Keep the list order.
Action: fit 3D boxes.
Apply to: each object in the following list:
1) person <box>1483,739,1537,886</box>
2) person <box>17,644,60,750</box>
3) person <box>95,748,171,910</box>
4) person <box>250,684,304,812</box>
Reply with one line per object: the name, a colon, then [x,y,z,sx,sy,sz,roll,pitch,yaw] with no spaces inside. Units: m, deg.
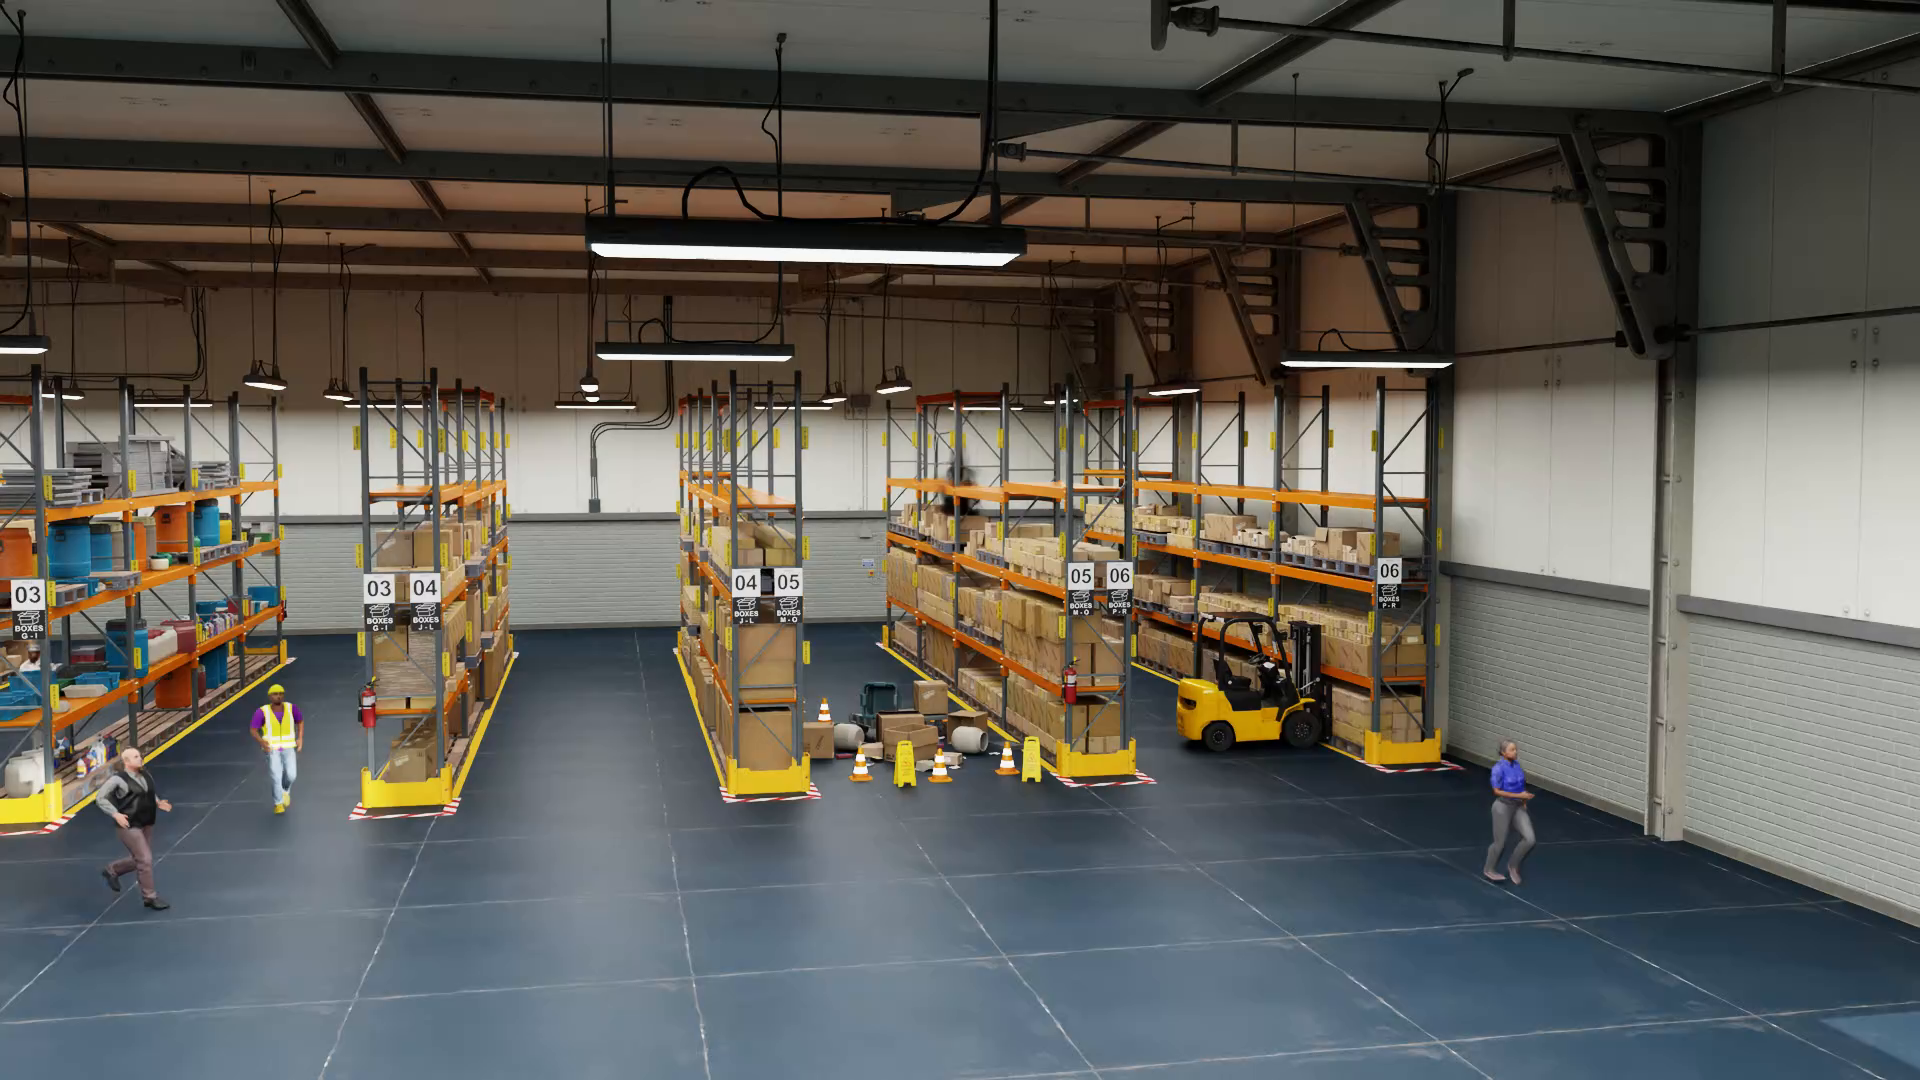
person: [6.199,3.066,18.691,0.545,1.654,0.677,-2,4,-26]
person: [-15.055,2.539,27.173,0.587,1.731,0.926,-1,3,-11]
person: [-8.894,3.093,17.865,0.895,1.722,0.662,1,4,14]
person: [-9.179,2.803,22.421,0.705,1.726,0.523,-2,4,-34]
